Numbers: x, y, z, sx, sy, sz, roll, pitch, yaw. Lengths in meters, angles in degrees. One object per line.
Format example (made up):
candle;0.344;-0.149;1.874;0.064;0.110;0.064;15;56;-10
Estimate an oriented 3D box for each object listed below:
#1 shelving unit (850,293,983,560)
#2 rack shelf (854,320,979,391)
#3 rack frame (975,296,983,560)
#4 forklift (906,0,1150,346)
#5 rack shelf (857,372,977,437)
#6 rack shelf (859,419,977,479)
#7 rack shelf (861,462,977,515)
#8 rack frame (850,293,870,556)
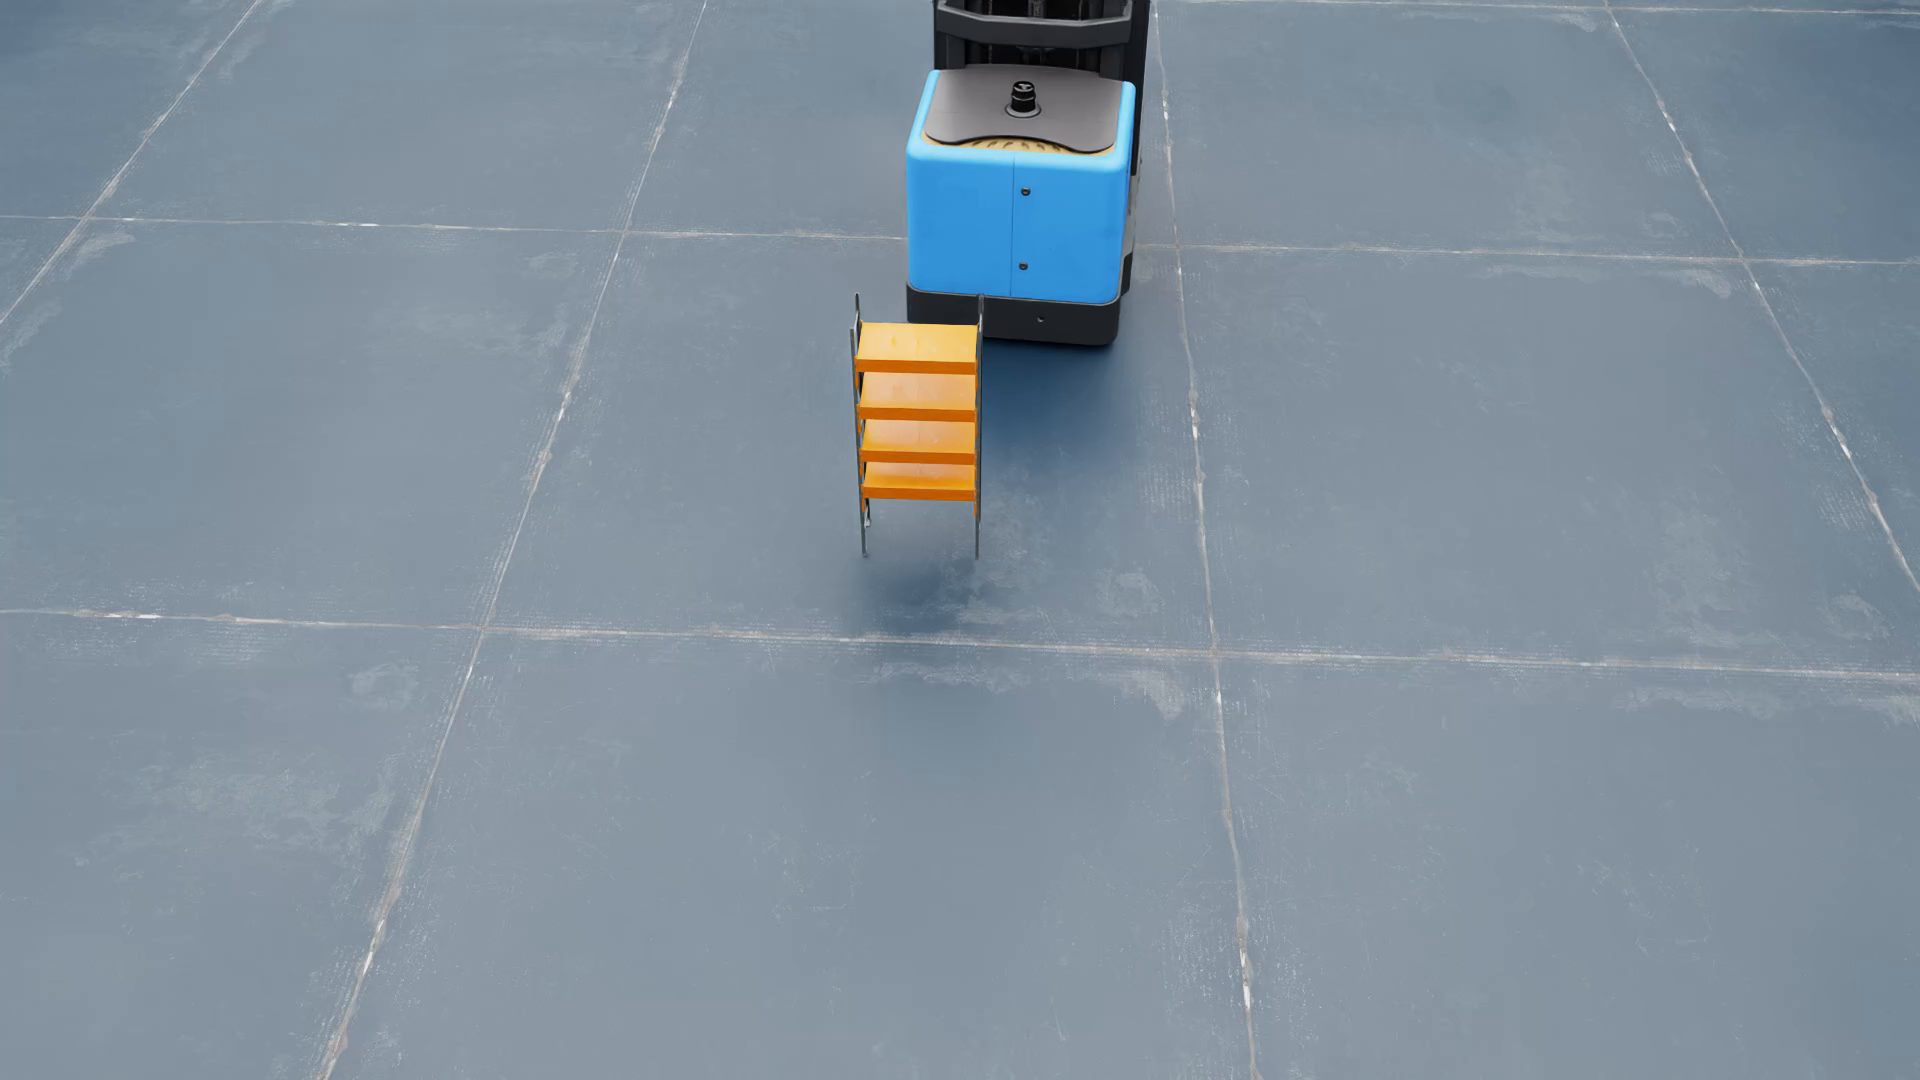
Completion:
shelving unit;-0.165;-0.444;6.846;0.503;1.200;0.258;2;43;2
rack shelf;-0.165;-0.732;6.579;0.480;0.148;0.258;2;43;2
rack frame;0.078;-0.437;6.838;0.015;1.200;0.240;2;43;2
forklift;0.442;-3.036;8.358;1.130;2.935;3.031;5;43;6
rack shelf;-0.165;-0.559;6.740;0.480;0.148;0.258;2;43;2
rack shelf;-0.165;-0.395;6.892;0.480;0.148;0.258;2;43;2
rack shelf;-0.165;-0.250;7.028;0.480;0.148;0.258;2;43;2
rack frame;-0.409;-0.452;6.855;0.015;1.200;0.240;2;43;2
